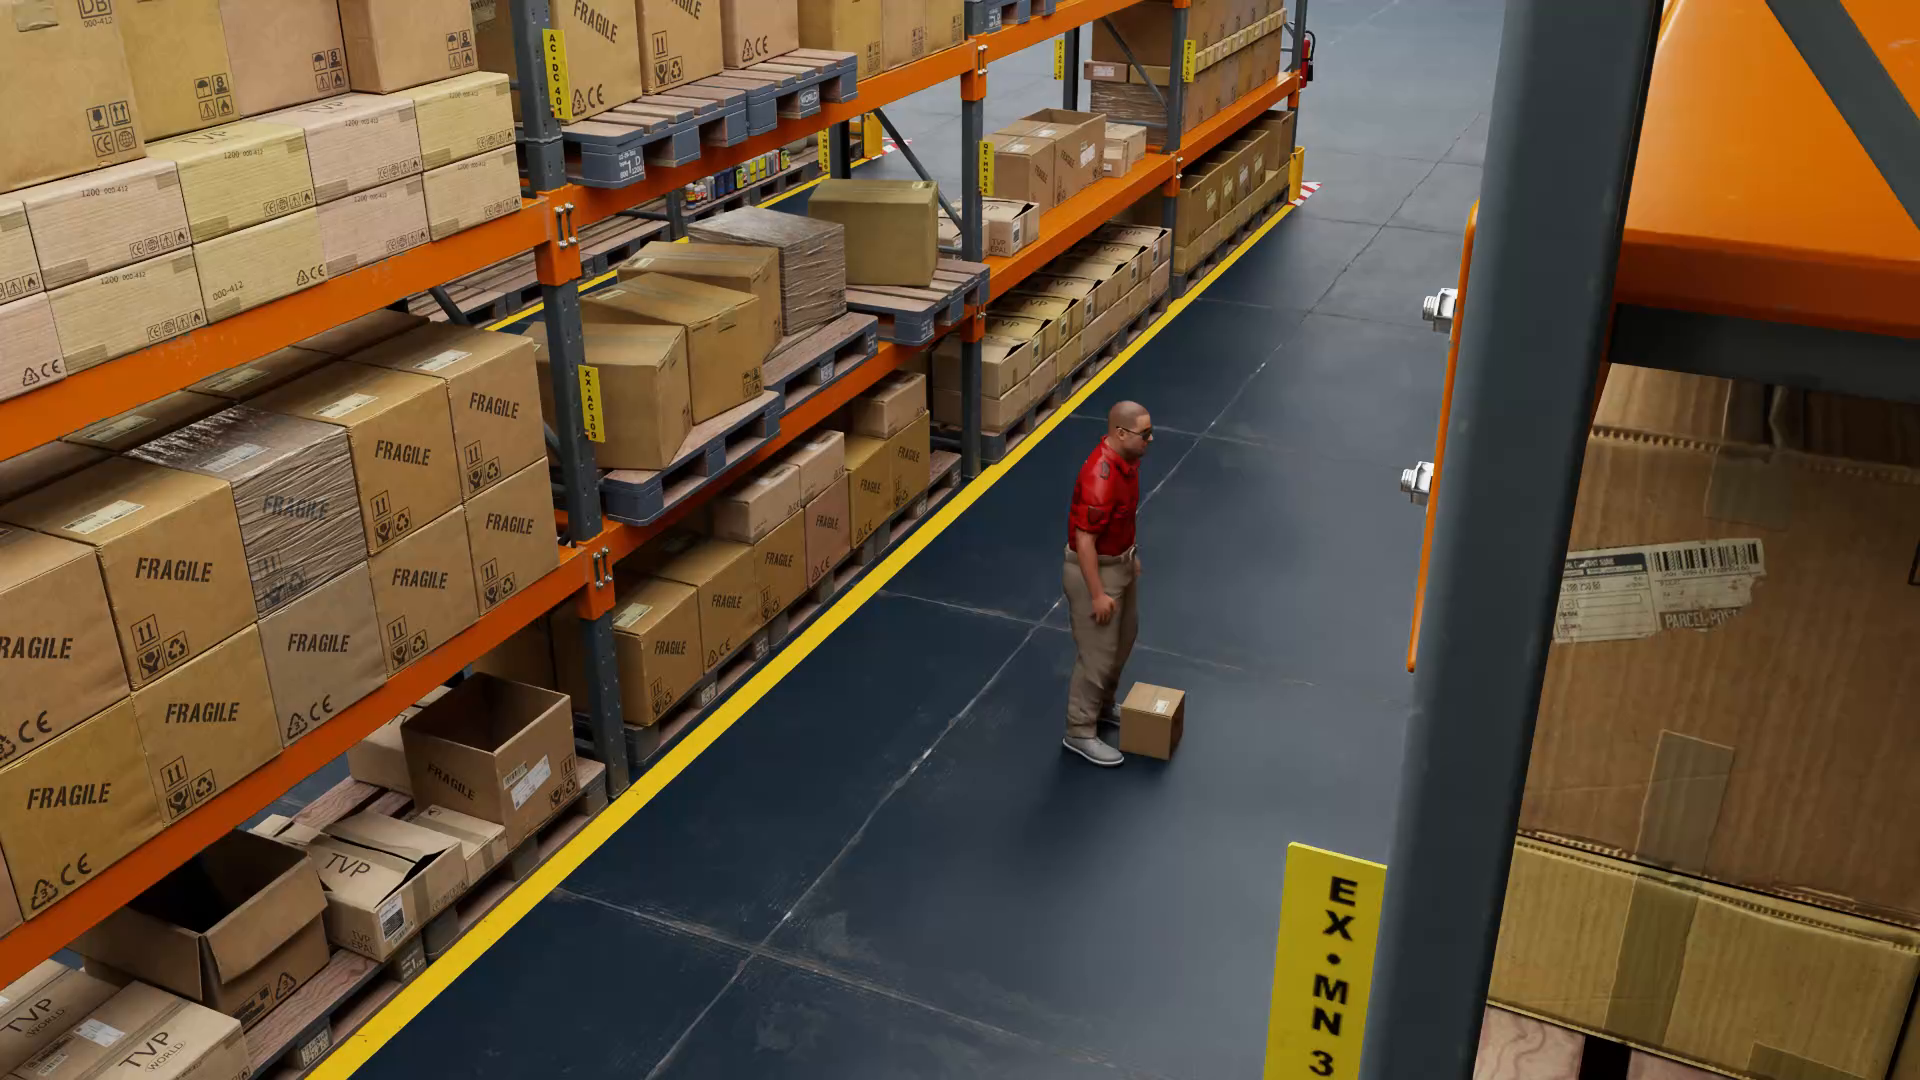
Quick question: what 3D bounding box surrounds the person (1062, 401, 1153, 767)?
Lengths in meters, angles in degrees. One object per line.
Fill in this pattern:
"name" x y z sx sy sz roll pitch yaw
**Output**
"person" 0.693 0.163 7.791 0.385 1.728 0.604 10 28 20
